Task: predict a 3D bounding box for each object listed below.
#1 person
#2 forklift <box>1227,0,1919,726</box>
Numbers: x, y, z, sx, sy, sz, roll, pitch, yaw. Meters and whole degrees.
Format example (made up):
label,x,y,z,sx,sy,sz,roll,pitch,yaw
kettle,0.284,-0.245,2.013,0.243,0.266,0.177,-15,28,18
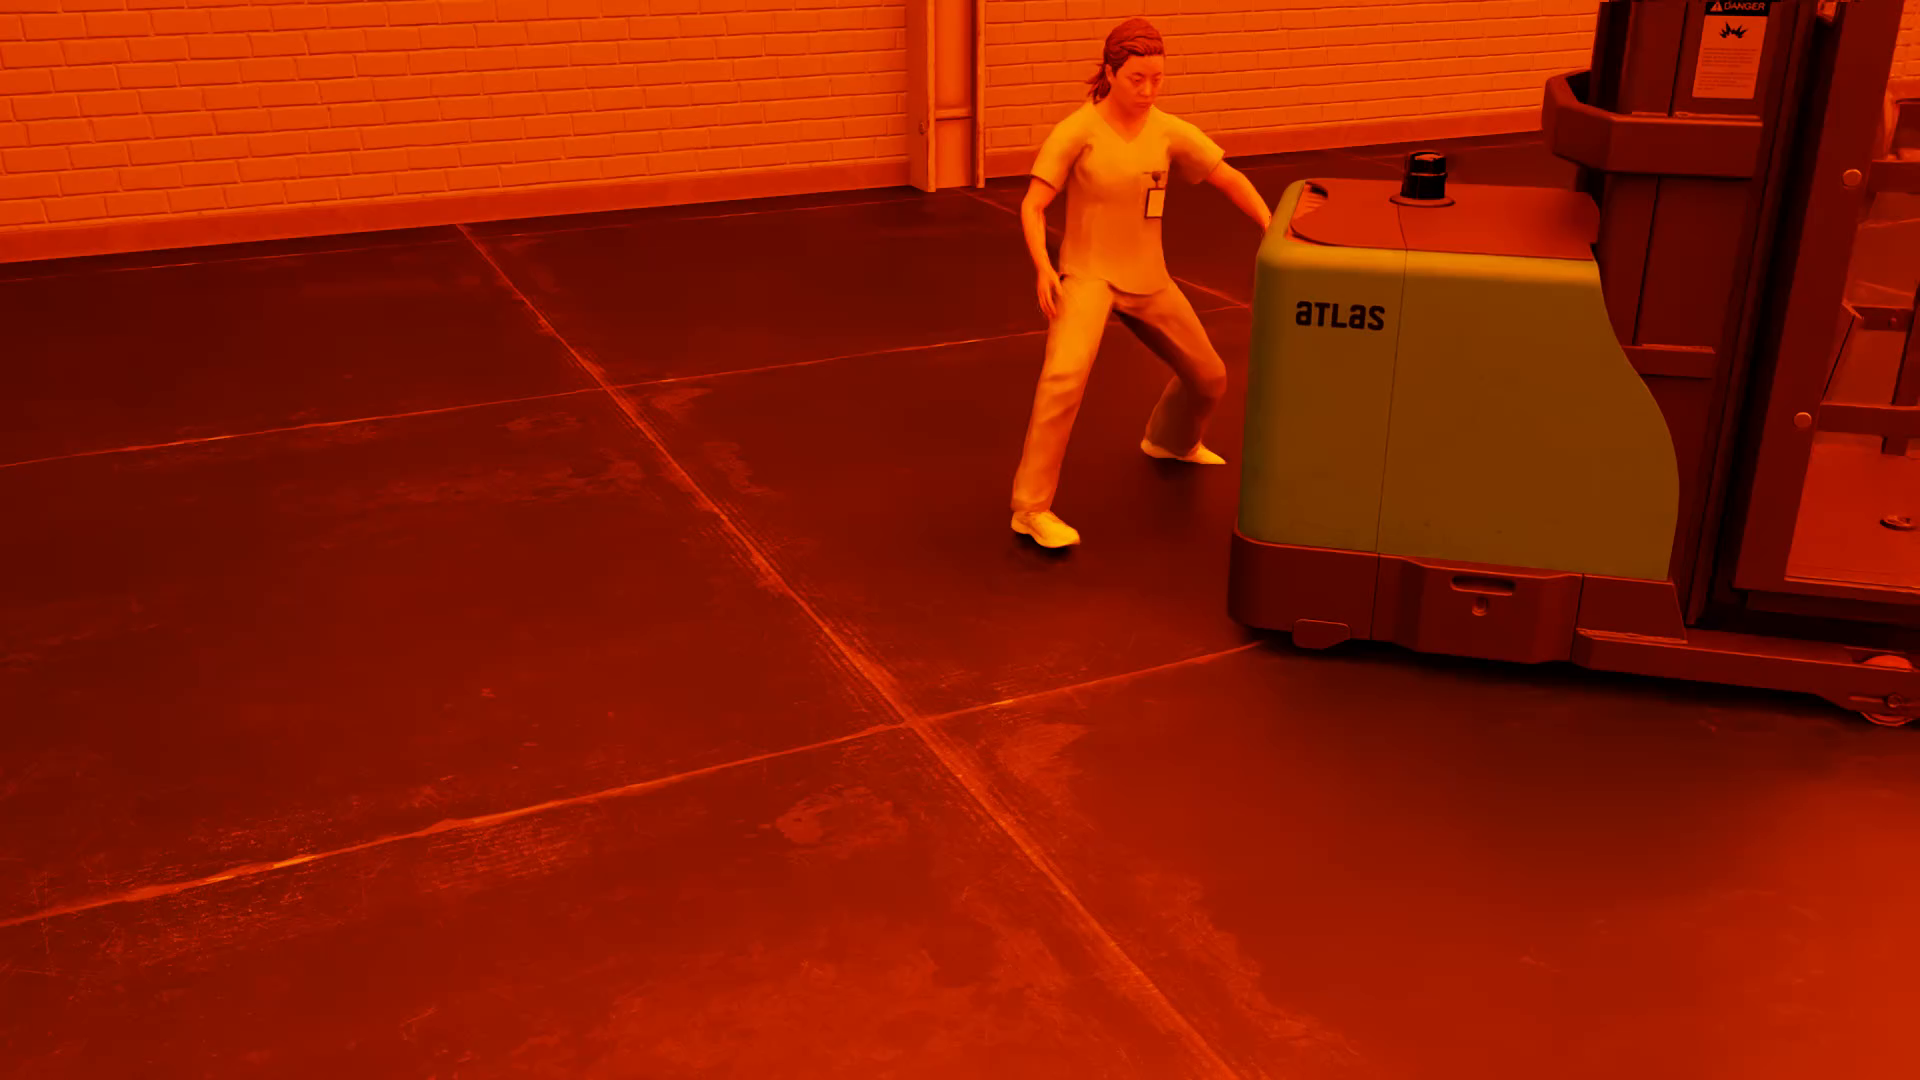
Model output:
label,x,y,z,sx,sy,sz,roll,pitch,yaw
person,0.545,-0.798,5.125,0.939,1.538,0.880,-6,23,-14
forklift,2.290,-1.111,3.960,3.031,2.935,1.130,6,23,14
